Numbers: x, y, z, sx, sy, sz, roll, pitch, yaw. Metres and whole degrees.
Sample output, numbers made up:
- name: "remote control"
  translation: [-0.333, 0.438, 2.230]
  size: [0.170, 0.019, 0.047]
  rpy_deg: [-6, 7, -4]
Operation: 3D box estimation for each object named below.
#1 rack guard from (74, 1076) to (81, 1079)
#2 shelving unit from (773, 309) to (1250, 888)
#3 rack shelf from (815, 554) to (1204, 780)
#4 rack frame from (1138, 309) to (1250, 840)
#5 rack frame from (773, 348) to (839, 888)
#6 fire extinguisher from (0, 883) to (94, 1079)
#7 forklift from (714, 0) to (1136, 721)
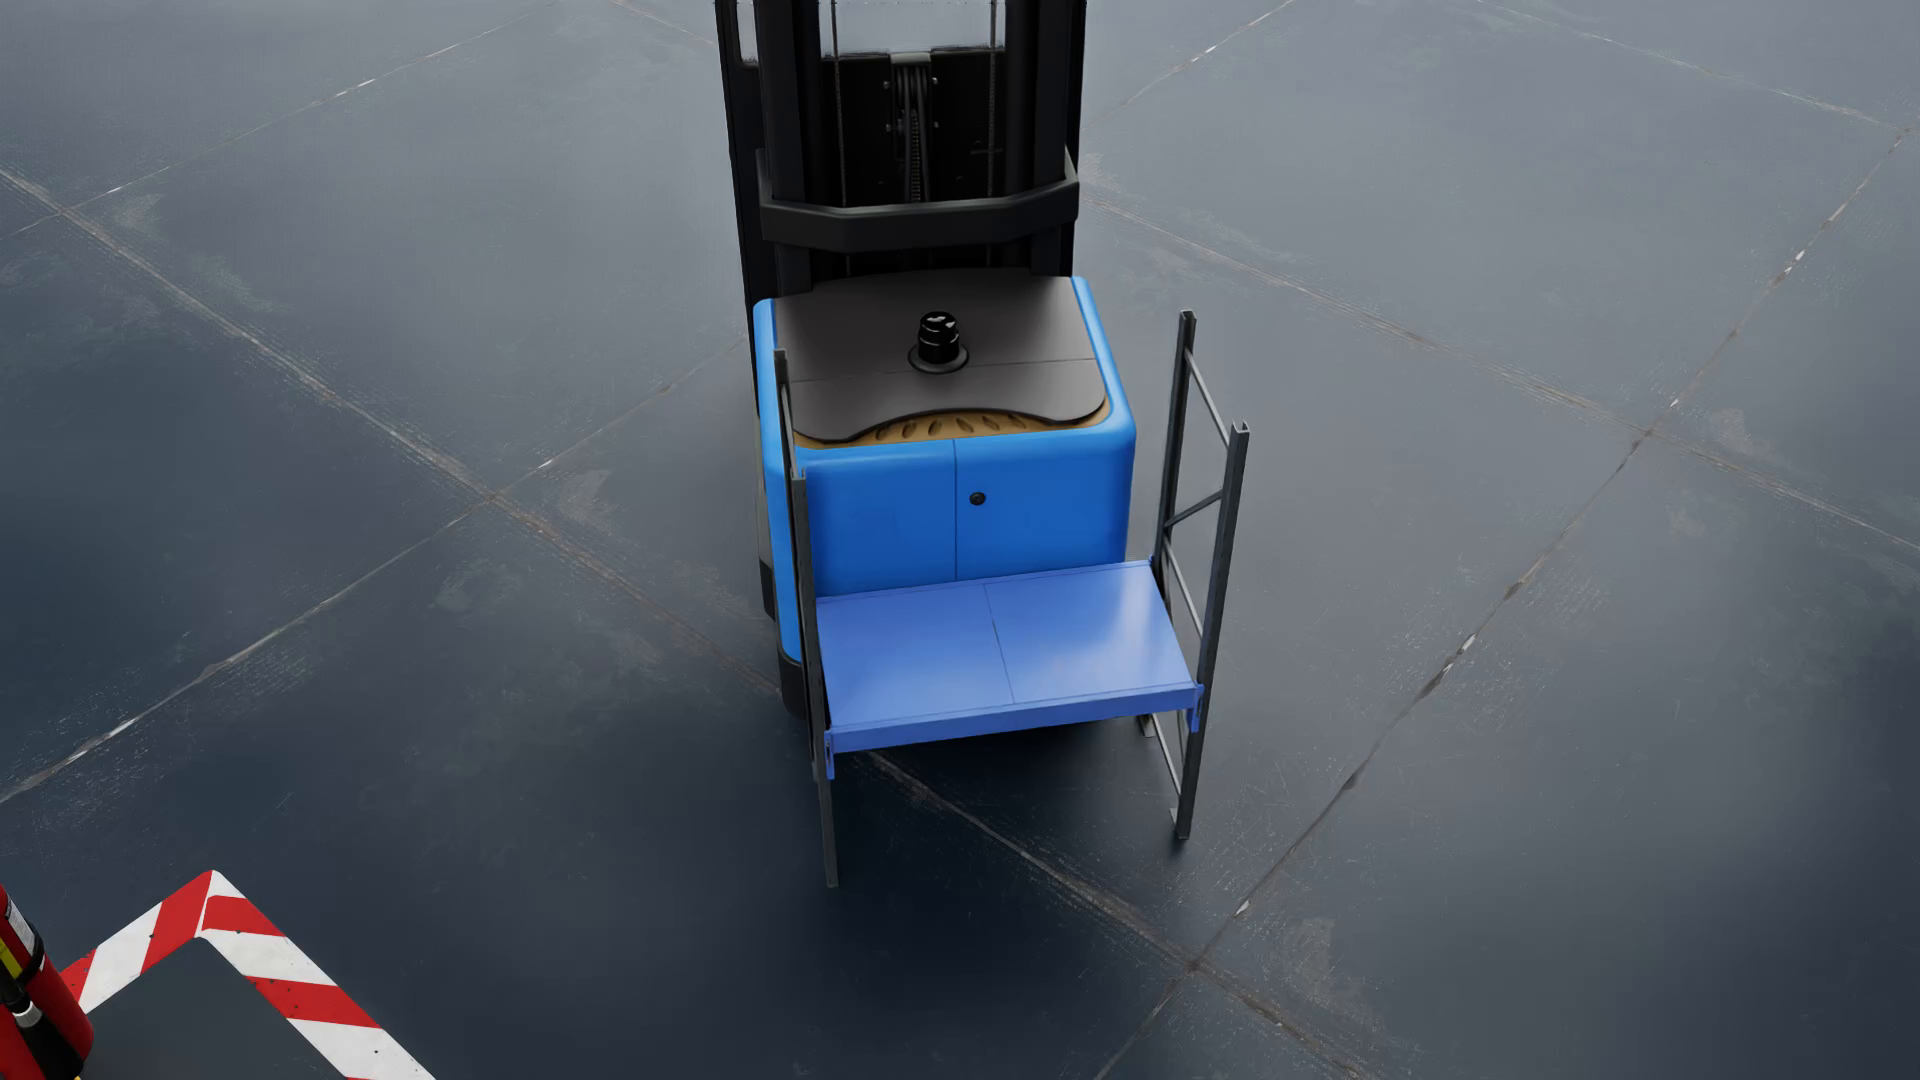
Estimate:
- name: "rack guard"
  translation: [-2.090, 1.433, 3.803]
  size: [1.175, 0.500, 0.348]
  rpy_deg: [29, 50, 28]
- name: "shelving unit"
  translation: [0.104, 0.200, 4.415]
  size: [1.048, 1.500, 0.538]
  rpy_deg: [-6, 43, -7]
- name: "rack shelf"
  translation: [0.104, 0.333, 4.536]
  size: [1.000, 0.185, 0.538]
  rpy_deg: [-6, 43, -7]
- name: "rack frame"
  translation: [0.606, 0.144, 4.477]
  size: [0.032, 1.500, 0.500]
  rpy_deg: [-6, 43, -7]
- name: "rack frame"
  translation: [-0.397, 0.257, 4.353]
  size: [0.032, 1.500, 0.500]
  rpy_deg: [-6, 43, -7]
- name: "fire extinguisher"
  translation: [-1.674, 0.689, 2.820]
  size: [0.296, 0.674, 0.183]
  rpy_deg: [29, 50, 28]
- name: "forklift"
  translation: [-0.204, -1.527, 5.250]
  size: [1.130, 2.935, 3.031]
  rpy_deg: [-5, 43, -5]
